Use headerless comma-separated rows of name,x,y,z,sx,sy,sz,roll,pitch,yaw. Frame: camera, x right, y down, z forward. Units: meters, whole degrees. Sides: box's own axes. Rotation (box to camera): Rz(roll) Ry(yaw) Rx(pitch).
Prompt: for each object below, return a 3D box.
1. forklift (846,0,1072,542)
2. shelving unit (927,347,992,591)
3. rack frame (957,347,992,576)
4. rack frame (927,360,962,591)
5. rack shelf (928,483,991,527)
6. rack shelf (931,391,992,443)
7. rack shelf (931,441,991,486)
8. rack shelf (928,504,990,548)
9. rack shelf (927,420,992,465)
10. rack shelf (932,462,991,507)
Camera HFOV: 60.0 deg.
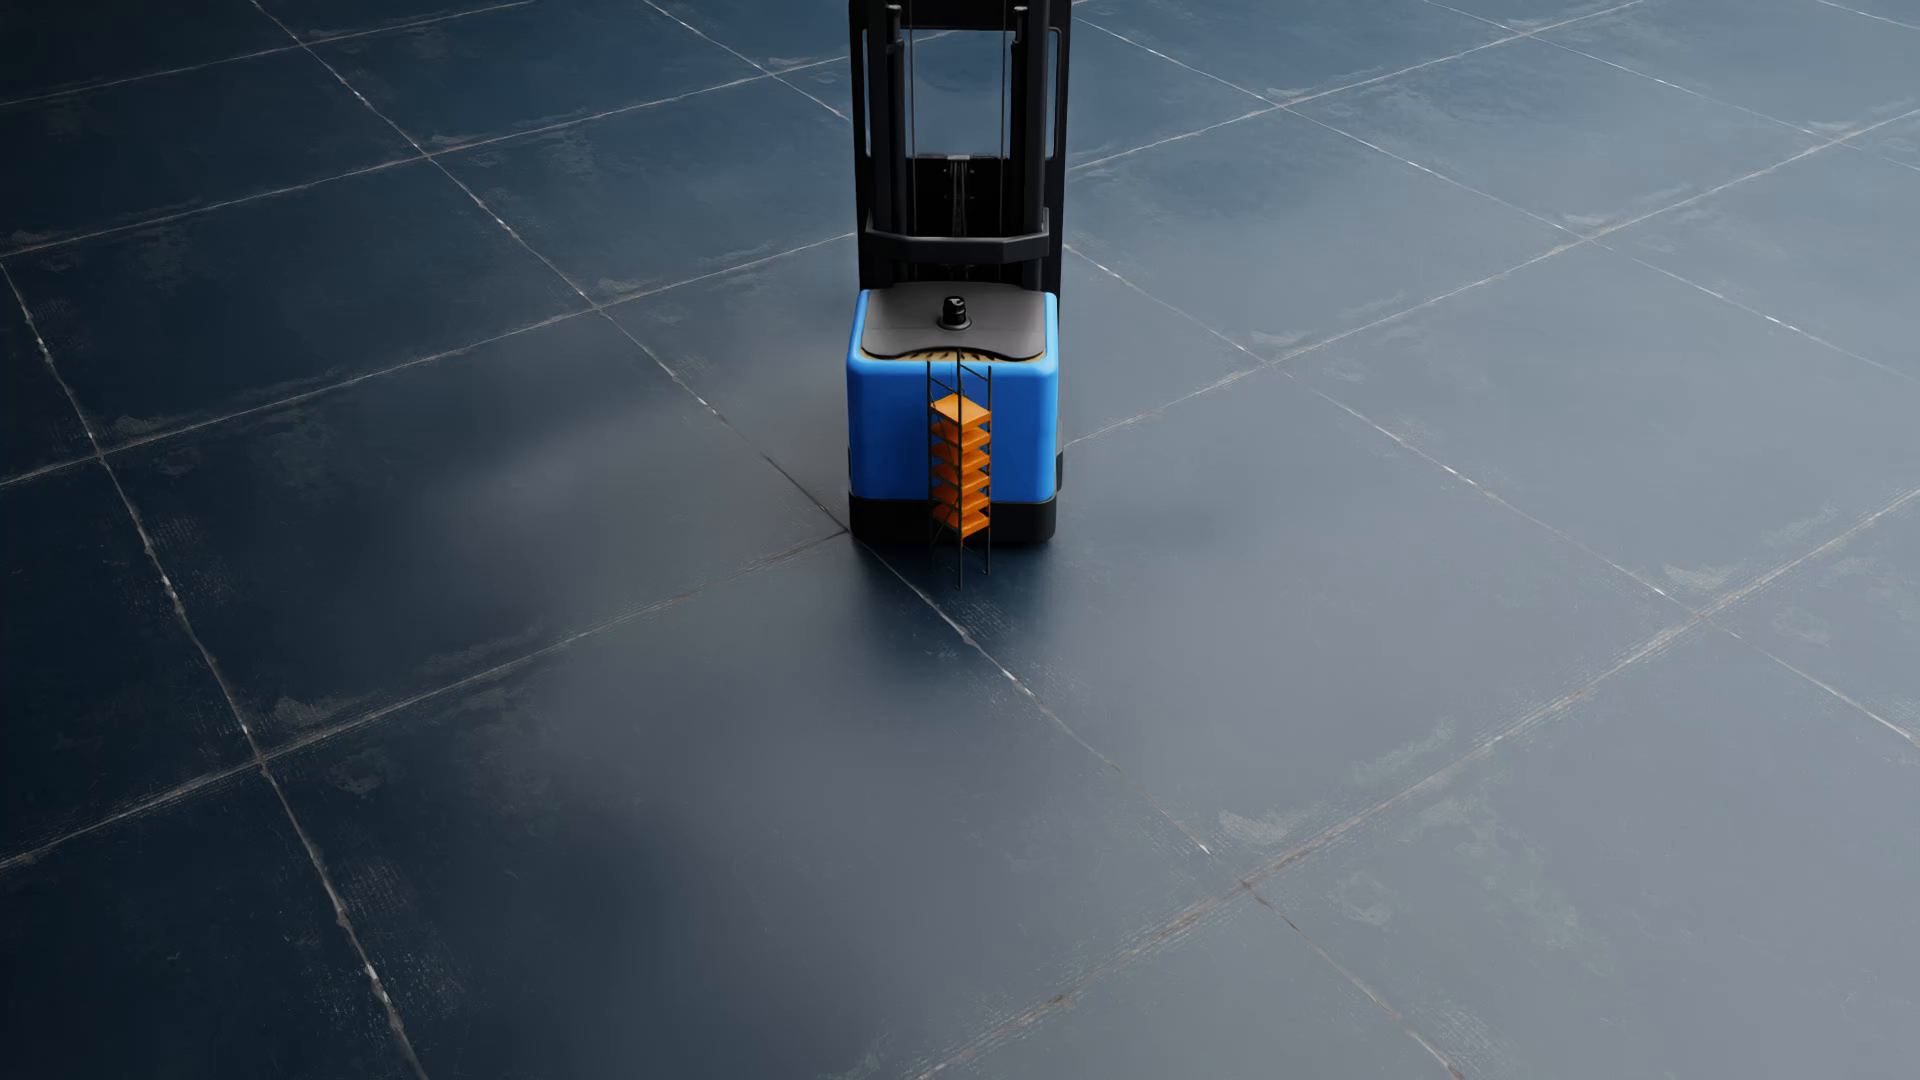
forklift,0.009,-2.011,8.849,1.130,2.935,3.031,1,36,2
shelving unit,-0.003,-0.324,7.986,0.189,1.200,0.258,-27,44,-32
rack frame,0.065,-0.359,8.035,0.006,1.200,0.240,-27,44,-32
rack frame,-0.072,-0.288,7.937,0.006,1.200,0.240,-27,44,-32
rack shelf,-0.003,-0.190,8.082,0.180,0.103,0.258,-27,44,-32
rack shelf,-0.003,-0.580,7.802,0.180,0.103,0.258,-27,44,-32
rack shelf,-0.003,-0.385,7.942,0.180,0.103,0.258,-27,44,-32
rack shelf,-0.003,-0.093,8.152,0.180,0.103,0.258,-27,44,-32
rack shelf,-0.003,-0.482,7.872,0.180,0.103,0.258,-27,44,-32
rack shelf,-0.003,-0.288,8.012,0.180,0.103,0.258,-27,44,-32
